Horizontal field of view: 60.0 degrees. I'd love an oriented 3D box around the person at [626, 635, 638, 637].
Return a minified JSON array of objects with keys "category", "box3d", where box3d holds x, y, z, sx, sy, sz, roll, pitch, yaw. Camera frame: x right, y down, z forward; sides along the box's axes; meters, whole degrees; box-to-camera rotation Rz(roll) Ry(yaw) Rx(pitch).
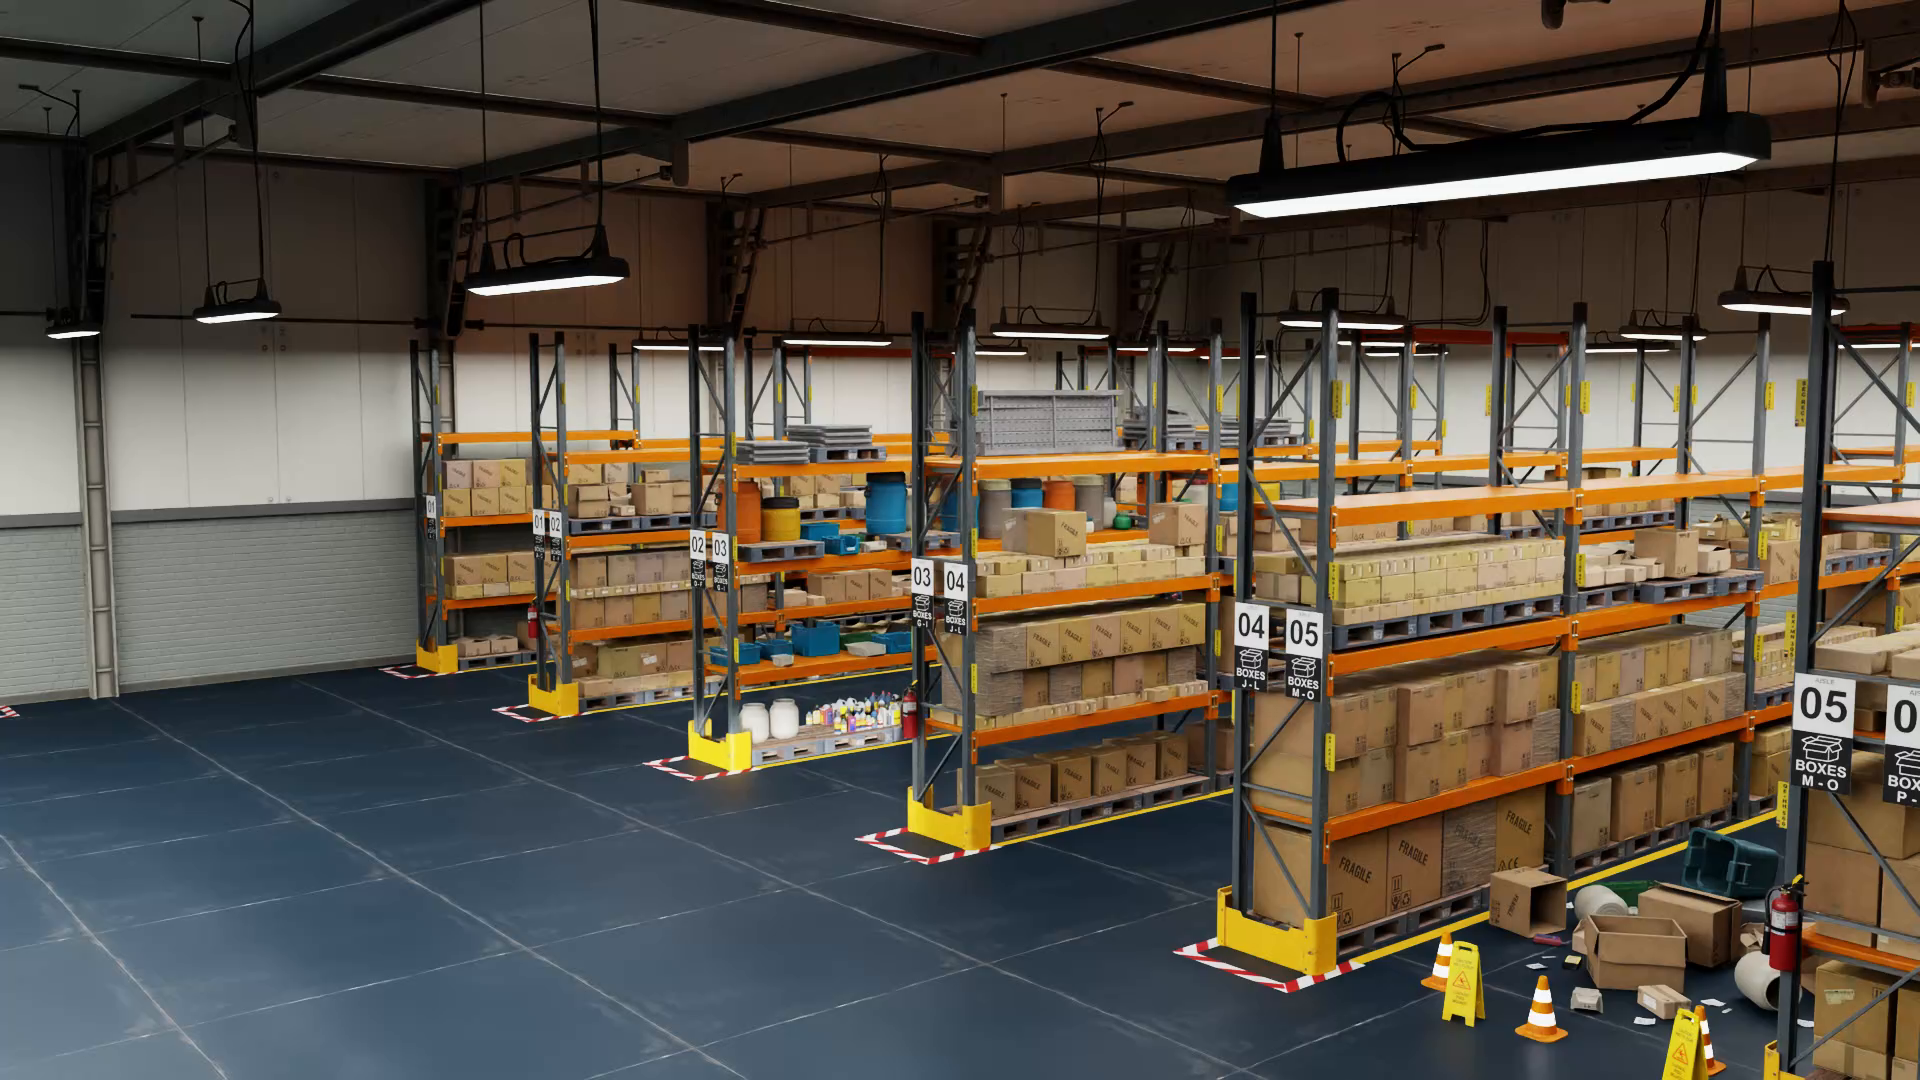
[{"category":"person","box3d":[-6.020,1.508,29.937,0.571,1.770,0.626,-3,6,-30]}]
